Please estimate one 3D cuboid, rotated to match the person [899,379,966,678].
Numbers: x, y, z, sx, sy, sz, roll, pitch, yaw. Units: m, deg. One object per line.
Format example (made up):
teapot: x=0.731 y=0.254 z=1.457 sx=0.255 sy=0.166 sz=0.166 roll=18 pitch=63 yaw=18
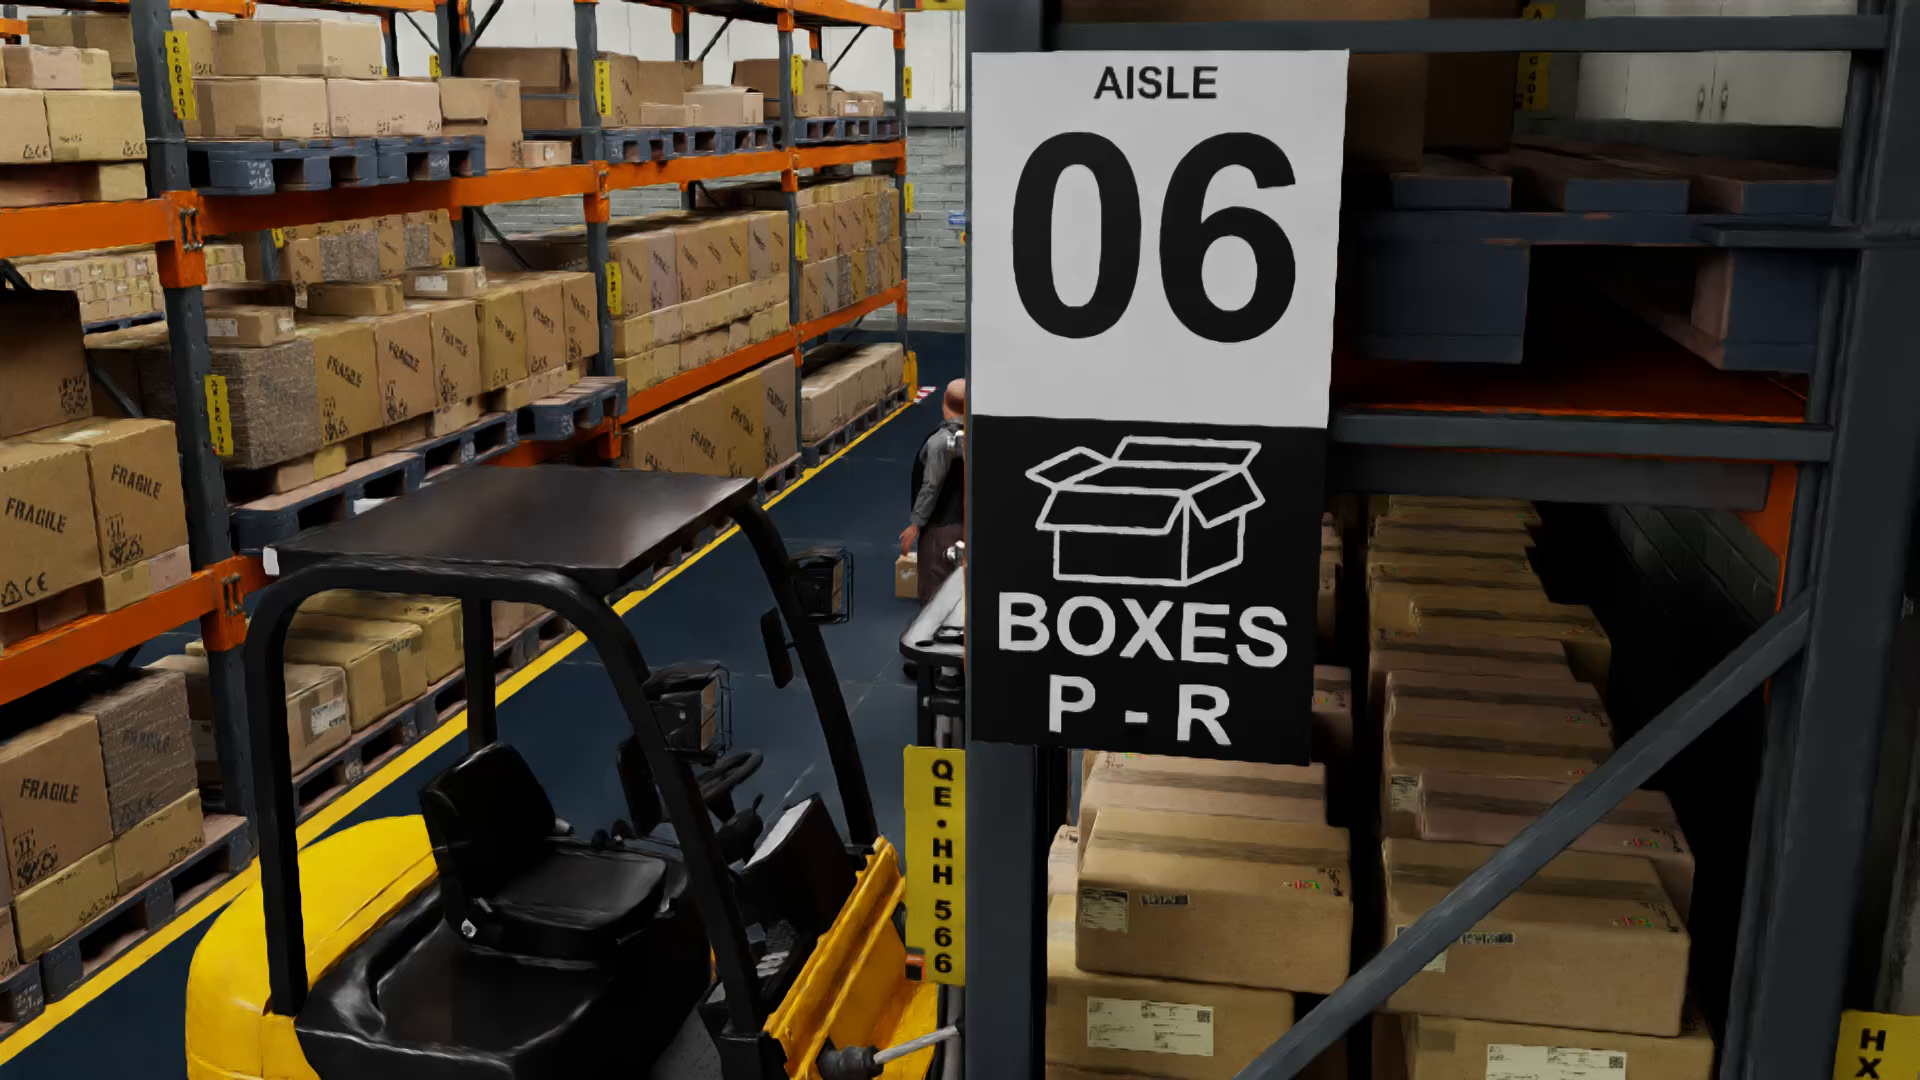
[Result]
person: x=-0.020 y=-0.044 z=9.301 sx=0.604 sy=1.689 sz=0.607 roll=4 pitch=15 yaw=15
